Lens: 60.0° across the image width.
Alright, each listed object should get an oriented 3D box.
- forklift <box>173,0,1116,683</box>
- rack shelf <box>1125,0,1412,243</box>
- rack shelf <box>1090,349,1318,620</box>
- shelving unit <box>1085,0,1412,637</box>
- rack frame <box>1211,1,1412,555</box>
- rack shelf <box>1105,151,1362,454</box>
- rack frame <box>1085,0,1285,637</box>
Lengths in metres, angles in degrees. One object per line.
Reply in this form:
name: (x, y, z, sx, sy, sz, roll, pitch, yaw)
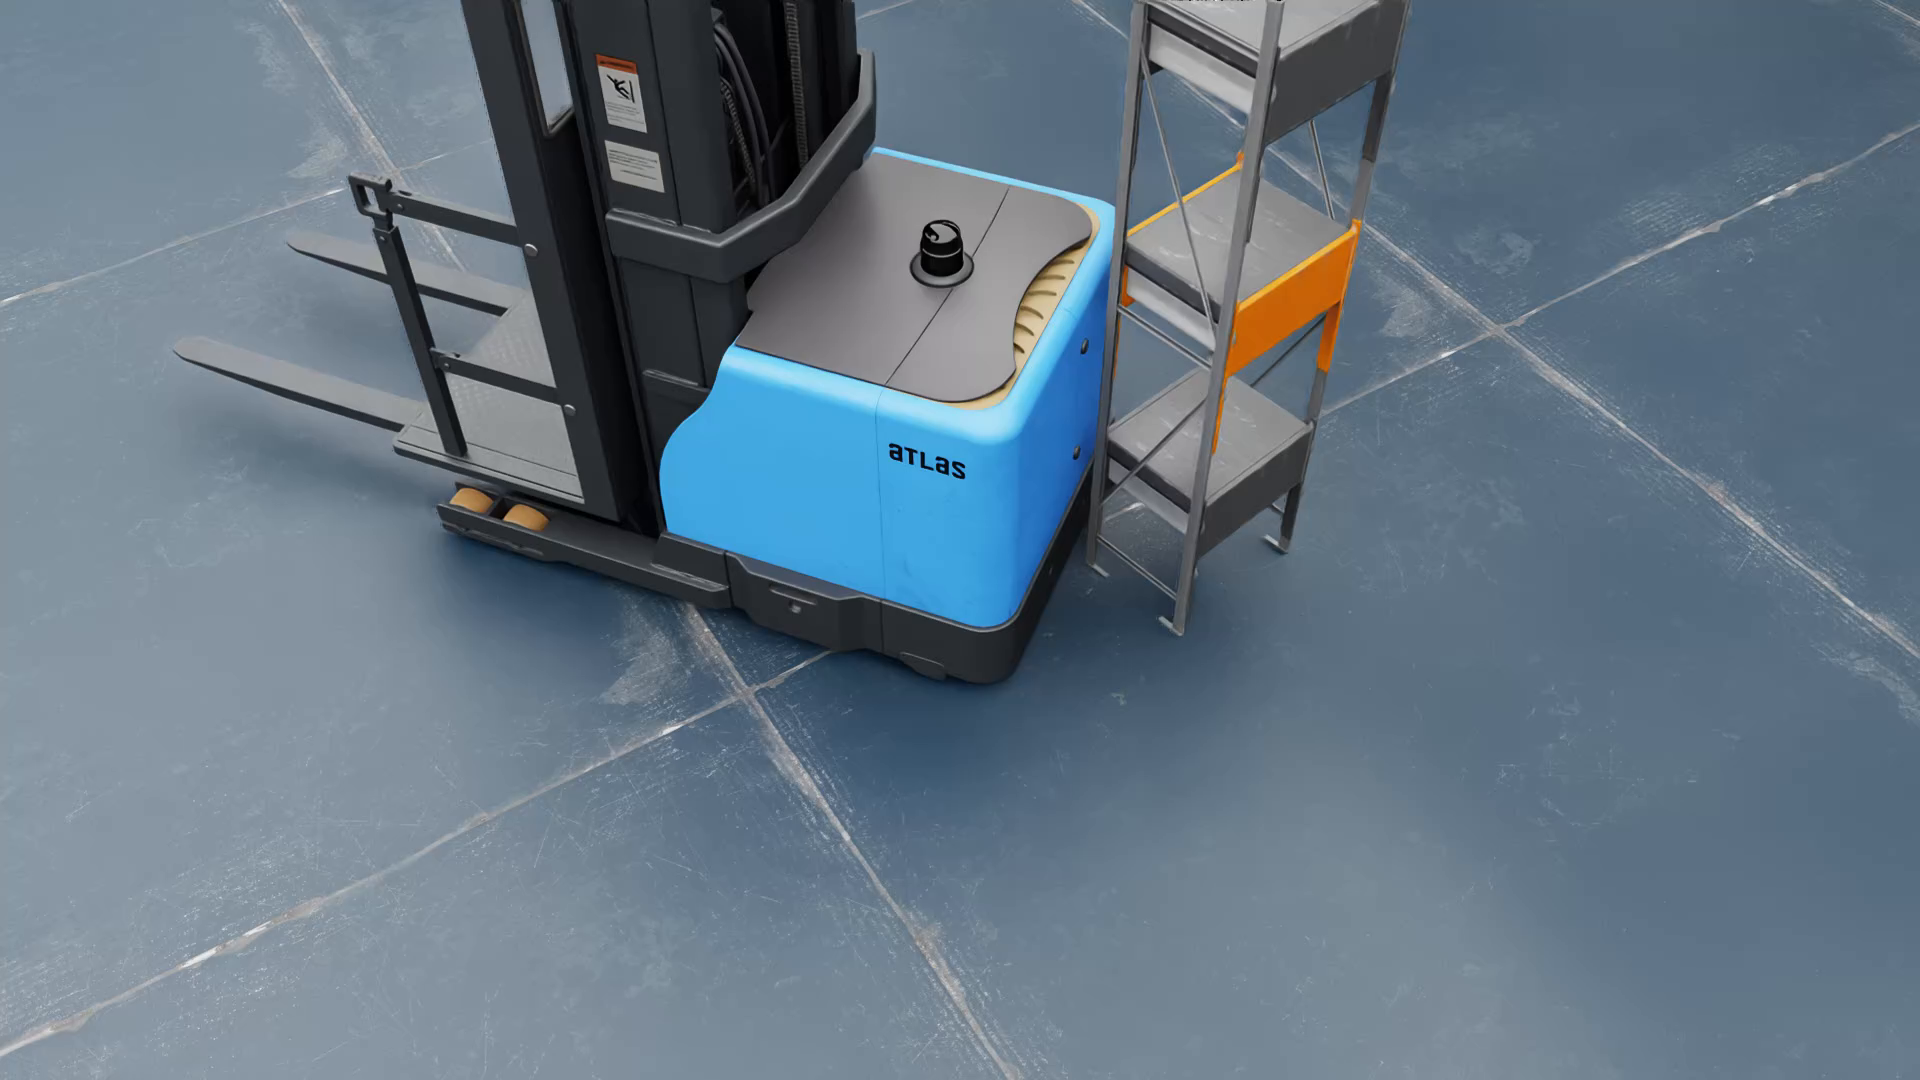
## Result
forklift: (-1.085, -1.272, 4.420, 3.031, 2.935, 1.130, 17, 50, 14)
rack shelf: (0.710, -1.099, 3.904, 0.480, 0.518, 0.431, -34, 57, -27)
rack shelf: (0.710, -0.168, 4.949, 0.480, 0.518, 0.431, -34, 57, -27)
shelving unit: (0.710, -0.642, 4.416, 0.503, 2.100, 0.431, -34, 57, -27)
rack frame: (0.890, -0.766, 4.526, 0.015, 2.100, 0.400, -34, 57, -27)
rack shelf: (0.710, -0.633, 4.426, 0.480, 0.518, 0.431, -34, 57, -27)
rack frame: (0.530, -0.519, 4.306, 0.015, 2.100, 0.400, -34, 57, -27)
